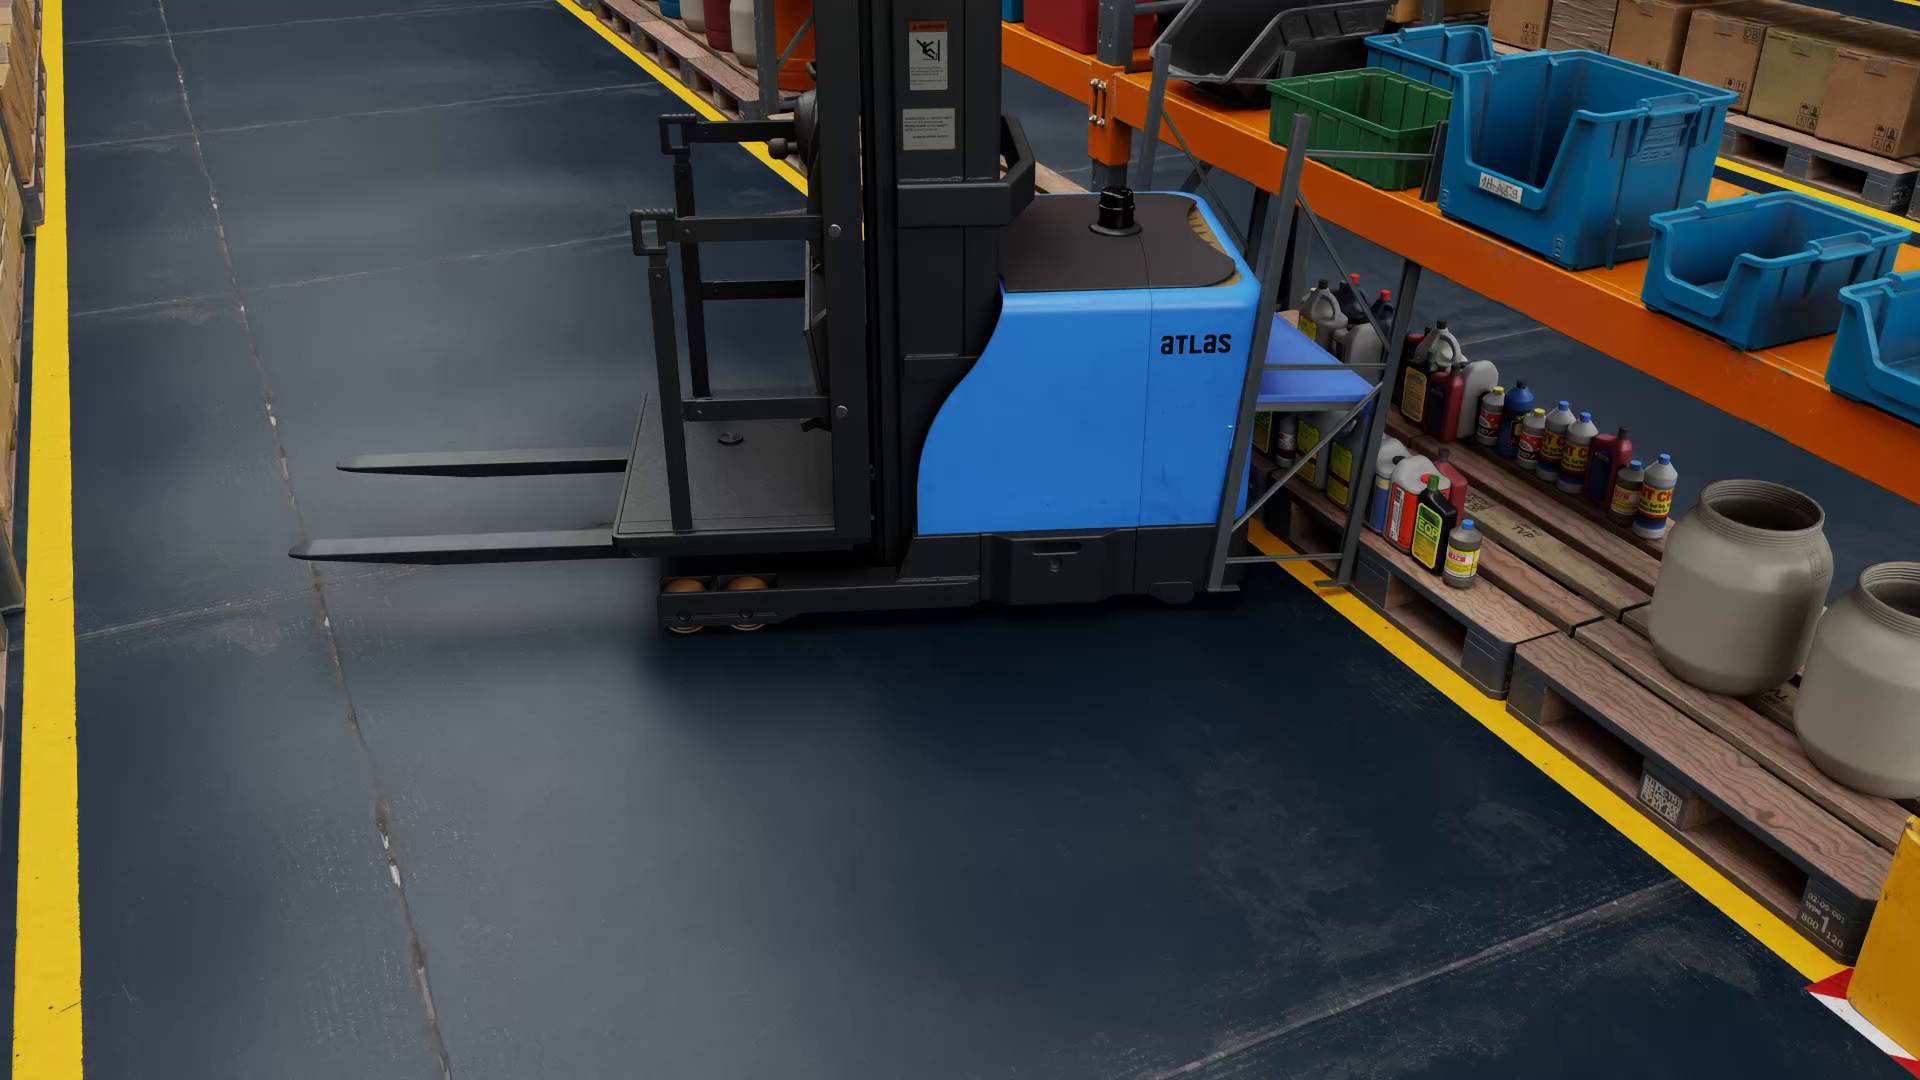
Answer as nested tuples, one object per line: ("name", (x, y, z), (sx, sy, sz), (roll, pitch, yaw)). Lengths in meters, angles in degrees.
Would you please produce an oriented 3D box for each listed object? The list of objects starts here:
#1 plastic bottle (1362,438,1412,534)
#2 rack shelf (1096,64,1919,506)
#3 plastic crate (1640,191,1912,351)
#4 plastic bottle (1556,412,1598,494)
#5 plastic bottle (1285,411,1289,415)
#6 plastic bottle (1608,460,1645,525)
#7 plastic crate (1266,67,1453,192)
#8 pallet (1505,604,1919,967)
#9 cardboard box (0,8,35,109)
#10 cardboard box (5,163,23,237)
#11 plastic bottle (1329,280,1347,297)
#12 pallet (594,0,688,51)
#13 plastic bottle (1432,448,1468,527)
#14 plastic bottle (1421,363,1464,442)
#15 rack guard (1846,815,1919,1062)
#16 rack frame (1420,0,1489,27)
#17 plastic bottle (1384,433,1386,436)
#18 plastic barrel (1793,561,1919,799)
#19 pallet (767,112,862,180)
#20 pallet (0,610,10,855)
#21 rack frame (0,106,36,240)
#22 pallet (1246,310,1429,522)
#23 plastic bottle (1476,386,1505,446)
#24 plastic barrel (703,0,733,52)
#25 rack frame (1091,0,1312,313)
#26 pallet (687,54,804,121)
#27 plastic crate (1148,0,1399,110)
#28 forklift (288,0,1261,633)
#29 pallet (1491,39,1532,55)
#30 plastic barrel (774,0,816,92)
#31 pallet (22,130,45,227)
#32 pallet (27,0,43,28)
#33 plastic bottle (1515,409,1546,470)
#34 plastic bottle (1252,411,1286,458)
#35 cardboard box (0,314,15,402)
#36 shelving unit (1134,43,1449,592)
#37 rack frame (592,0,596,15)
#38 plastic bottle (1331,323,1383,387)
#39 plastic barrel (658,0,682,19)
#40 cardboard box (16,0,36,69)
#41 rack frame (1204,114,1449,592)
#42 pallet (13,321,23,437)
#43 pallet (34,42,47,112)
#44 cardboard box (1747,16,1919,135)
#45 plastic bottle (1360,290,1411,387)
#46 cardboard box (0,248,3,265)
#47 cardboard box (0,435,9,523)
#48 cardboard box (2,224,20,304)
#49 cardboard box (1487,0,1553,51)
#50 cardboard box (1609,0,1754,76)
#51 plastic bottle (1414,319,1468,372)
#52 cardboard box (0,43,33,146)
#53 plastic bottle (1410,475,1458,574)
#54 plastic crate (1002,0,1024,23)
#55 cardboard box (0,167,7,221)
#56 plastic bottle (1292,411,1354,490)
("plastic bottle", (1.381, -0.178, 5.335), (0.152, 0.276, 0.135), (-14, 32, -23))
("rack shelf", (1.850, -0.846, 4.928), (1.077, 0.370, 4.000), (-13, 32, -22))
("plastic crate", (1.949, -0.658, 4.008), (0.499, 0.251, 0.408), (-13, 32, -22))
("plastic bottle", (2.064, -0.296, 5.551), (0.097, 0.271, 0.097), (0, 29, 0))
("plastic bottle", (1.141, -0.461, 5.845), (0.097, 0.271, 0.097), (0, 29, 0))
("plastic bottle", (2.167, -0.160, 5.380), (0.097, 0.201, 0.097), (0, 29, 0))
("plastic crate", (1.319, -1.292, 5.204), (0.450, 0.188, 0.662), (-13, 32, -22))
("pallet", (2.289, 0.556, 4.542), (1.003, 0.211, 1.213), (-13, 32, -22))
("cardboard box", (-5.808, -2.817, 9.812), (0.500, 0.500, 0.500), (-14, 32, -24))
("cardboard box", (-4.755, -1.575, 7.873), (0.500, 0.250, 0.500), (-12, 32, -21))
("plastic bottle", (1.495, -0.907, 6.629), (0.061, 0.283, 0.133), (-11, 31, -20))
("pallet", (-2.150, -4.011, 12.688), (1.003, 0.211, 1.213), (-13, 32, -22))
("plastic bottle", (1.536, -0.142, 5.265), (0.061, 0.283, 0.133), (-13, 32, -22))
("plastic bottle", (1.719, -0.504, 5.909), (0.061, 0.283, 0.133), (-13, 32, -22))
("rack guard", (2.633, 0.790, 3.830), (1.175, 0.500, 0.348), (-13, 32, -22))
("rack frame", (3.747, -4.850, 11.333), (1.000, 3.000, 0.127), (-13, 32, -22))
("plastic bottle", (1.396, -0.262, 5.562), (0.097, 0.201, 0.097), (0, 29, 0))
("plastic barrel", (2.357, 0.351, 4.172), (0.421, 0.512, 0.421), (0, 29, 0))
("pallet", (-0.429, -2.244, 9.536), (1.003, 0.211, 1.213), (-13, 32, -22))
("pallet", (-3.181, 0.571, 4.515), (1.003, 0.211, 1.213), (-13, 32, -22))
("rack frame", (-5.201, -2.772, 7.626), (1.000, 3.000, 0.127), (-13, 32, -22))
("pallet", (1.242, -0.522, 6.465), (1.003, 0.211, 1.213), (-13, 32, -22))
("plastic bottle", (1.890, -0.444, 5.887), (0.097, 0.201, 0.097), (0, 29, 0))
("plastic barrel", (-1.436, -3.653, 11.234), (0.600, 0.588, 0.708), (-13, 32, -22))
("rack frame", (0.991, -2.043, 6.327), (1.000, 3.000, 0.127), (-13, 32, -22))
("pallet", (-1.102, -2.934, 10.766), (1.003, 0.211, 1.213), (-13, 32, -22))
("plastic crate", (1.101, -1.758, 5.882), (0.767, 0.338, 0.504), (-13, 32, -22))
("forklift", (-0.622, -1.255, 4.991), (3.031, 2.935, 1.130), (-2, 29, -4))
("pallet", (4.081, -3.289, 11.399), (1.003, 0.211, 1.213), (-13, 32, -22))
("plastic barrel", (-0.952, -3.259, 10.285), (0.600, 0.830, 0.708), (-13, 32, -22))
("pallet", (-5.488, -1.893, 8.911), (1.003, 0.211, 1.213), (-13, 32, -22))
("pallet", (-7.740, -4.166, 12.963), (1.003, 0.211, 1.213), (-13, 32, -22))
("plastic bottle", (1.979, -0.353, 5.725), (0.097, 0.201, 0.097), (0, 29, 0))
("plastic bottle", (1.077, -0.442, 5.798), (0.061, 0.283, 0.133), (-12, 31, -20))
("cardboard box", (-3.877, -0.673, 6.266), (0.500, 0.250, 0.500), (-14, 32, -23))
("shelving unit", (0.956, -0.747, 5.454), (0.538, 1.500, 1.048), (-2, 27, -17))
("rack frame", (-2.443, -5.577, 12.629), (1.000, 3.000, 0.127), (-13, 32, -22))
("plastic bottle", (1.487, -0.696, 6.260), (0.152, 0.276, 0.135), (-13, 32, -22))
("plastic barrel", (-1.921, -4.289, 12.047), (0.600, 0.901, 0.708), (-13, 32, -22))
("cardboard box", (-6.243, -3.263, 10.607), (0.500, 0.500, 0.500), (-13, 32, -22))
("rack frame", (1.096, -0.520, 5.021), (0.500, 1.500, 0.032), (-2, 27, -17))
("pallet", (-4.363, -0.646, 6.686), (1.003, 0.211, 1.213), (-13, 32, -22))
("pallet", (-6.535, -2.971, 10.833), (1.003, 0.211, 1.213), (-13, 32, -22))
("cardboard box", (5.032, -2.675, 9.560), (0.700, 0.500, 0.500), (-13, 32, -22))
("plastic bottle", (1.610, -0.771, 6.317), (0.144, 0.351, 0.185), (-15, 32, -24))
("cardboard box", (-4.098, -1.147, 6.537), (0.500, 0.311, 0.500), (-12, 32, -21))
("cardboard box", (-3.434, -0.219, 5.456), (0.500, 0.250, 0.500), (-14, 32, -23))
("cardboard box", (-4.318, -1.125, 7.071), (0.500, 0.250, 0.500), (-12, 32, -21))
("cardboard box", (4.053, -3.660, 11.316), (0.700, 0.500, 0.500), (-15, 33, -25))
("cardboard box", (4.552, -3.169, 10.440), (0.700, 0.500, 0.500), (-10, 31, -18))
("plastic bottle", (1.749, -0.629, 6.063), (0.144, 0.351, 0.185), (-13, 32, -22))
("cardboard box", (-5.369, -2.365, 9.006), (0.500, 0.500, 0.500), (-14, 32, -24))
("plastic bottle", (1.457, -0.051, 5.101), (0.061, 0.283, 0.133), (-12, 32, -21))
("plastic crate", (0.236, -2.458, 7.084), (0.392, 0.384, 0.575), (-13, 32, -22))
("cardboard box", (-4.525, -1.593, 7.332), (0.500, 0.311, 0.500), (-14, 32, -23))
("plastic bottle", (1.226, -0.365, 5.593), (0.144, 0.351, 0.185), (-13, 32, -22))
